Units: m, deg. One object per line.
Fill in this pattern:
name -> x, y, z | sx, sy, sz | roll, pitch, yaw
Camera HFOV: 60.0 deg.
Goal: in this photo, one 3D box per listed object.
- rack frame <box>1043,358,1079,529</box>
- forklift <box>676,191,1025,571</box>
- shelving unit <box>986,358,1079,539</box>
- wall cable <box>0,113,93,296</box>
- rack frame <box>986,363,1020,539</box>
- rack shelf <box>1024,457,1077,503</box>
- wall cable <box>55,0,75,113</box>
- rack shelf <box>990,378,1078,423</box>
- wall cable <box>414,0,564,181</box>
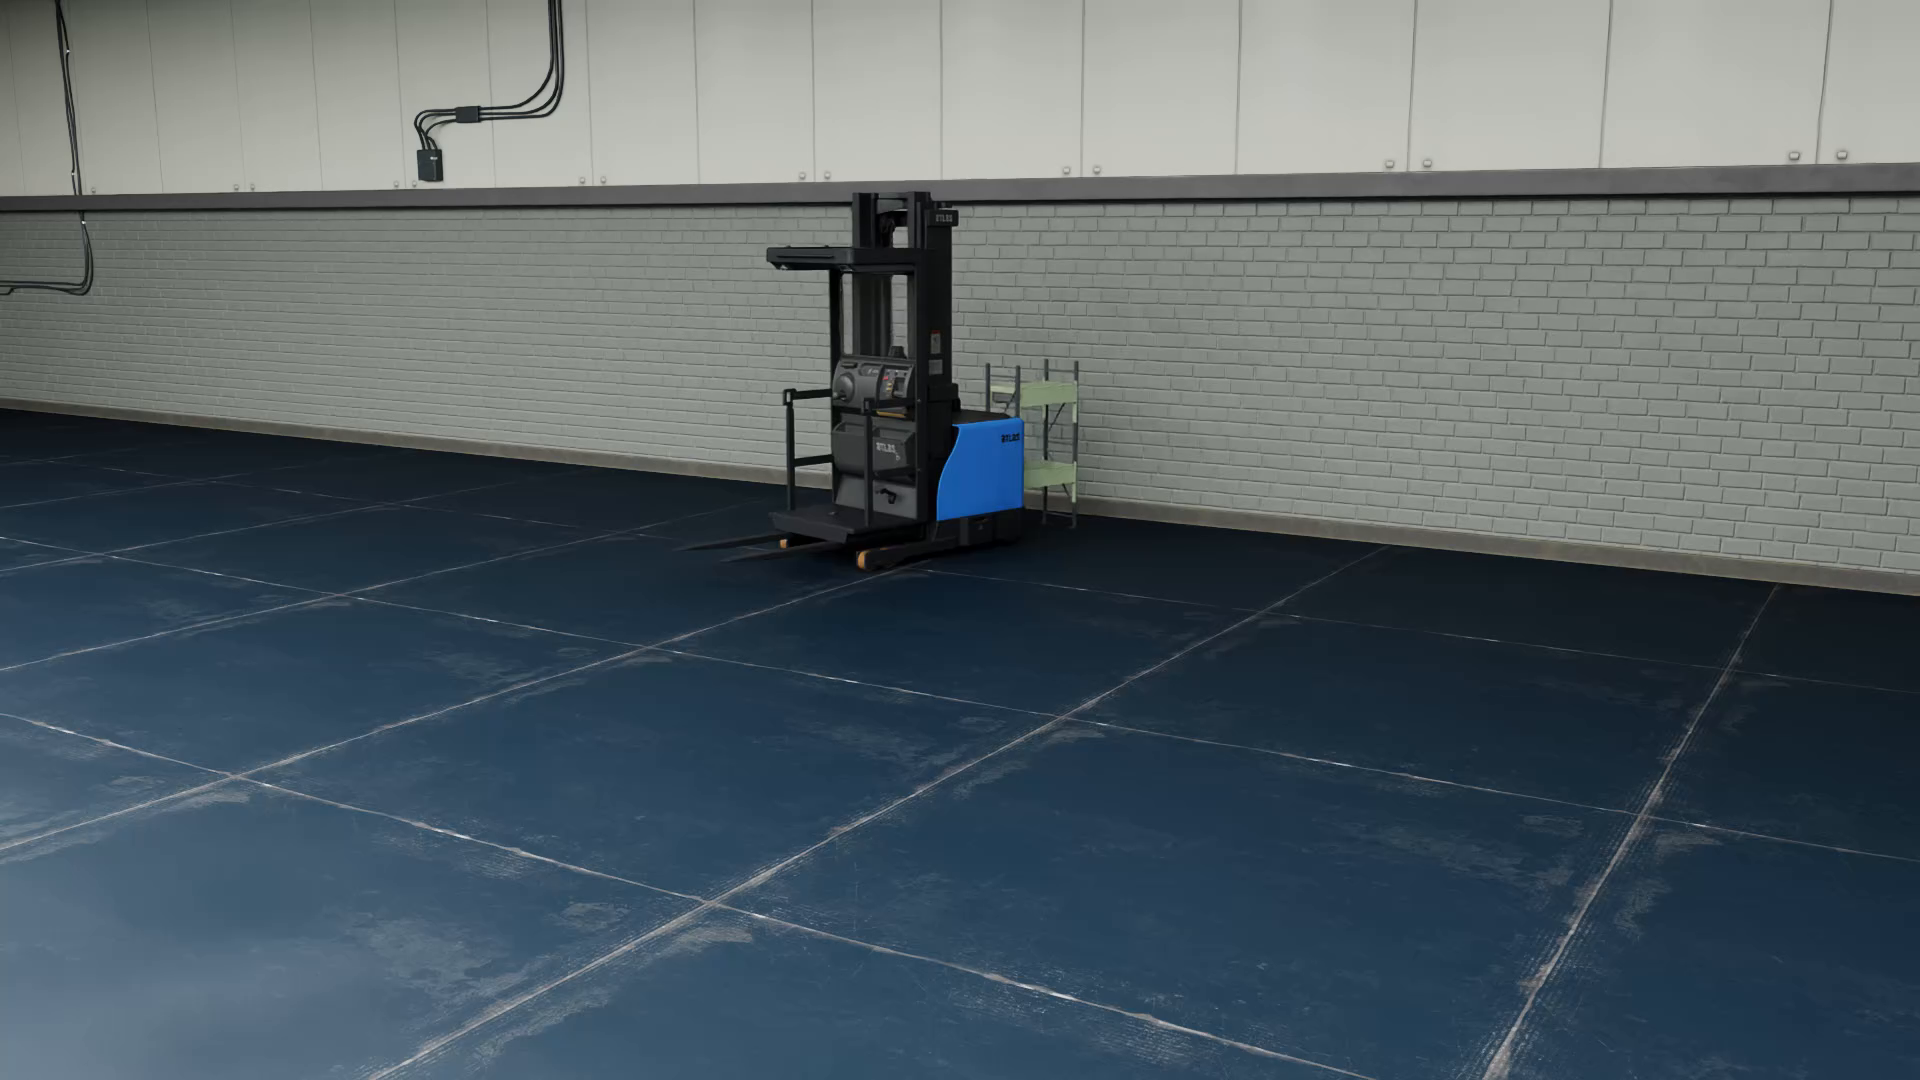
rack frame -> 0.900, -0.866, 14.918 | 0.023, 1.500, 0.400 | -10, 14, -42
forklift -> -0.860, -1.302, 13.356 | 3.031, 2.935, 1.130 | -10, 14, -42
shelving unit -> 0.634, -0.820, 14.671 | 0.755, 1.500, 0.431 | -10, 14, -42
wall cable -> -13.443, -4.766, 23.813 | 3.097, 2.526, 0.112 | 6, 12, 31
rack frame -> 0.367, -0.773, 14.424 | 0.023, 1.500, 0.400 | -10, 14, -42
rack shelf -> 0.634, -0.499, 14.731 | 0.720, 0.370, 0.431 | -10, 14, -42
wall cable -> -11.131, -6.990, 21.967 | 3.097, 2.526, 0.112 | 6, 12, 31
rack shelf -> 0.634, -1.203, 14.599 | 0.720, 0.370, 0.431 | -10, 14, -42
wall cable -> -5.338, -7.055, 18.356 | 2.305, 6.003, 0.169 | 6, 12, 31
